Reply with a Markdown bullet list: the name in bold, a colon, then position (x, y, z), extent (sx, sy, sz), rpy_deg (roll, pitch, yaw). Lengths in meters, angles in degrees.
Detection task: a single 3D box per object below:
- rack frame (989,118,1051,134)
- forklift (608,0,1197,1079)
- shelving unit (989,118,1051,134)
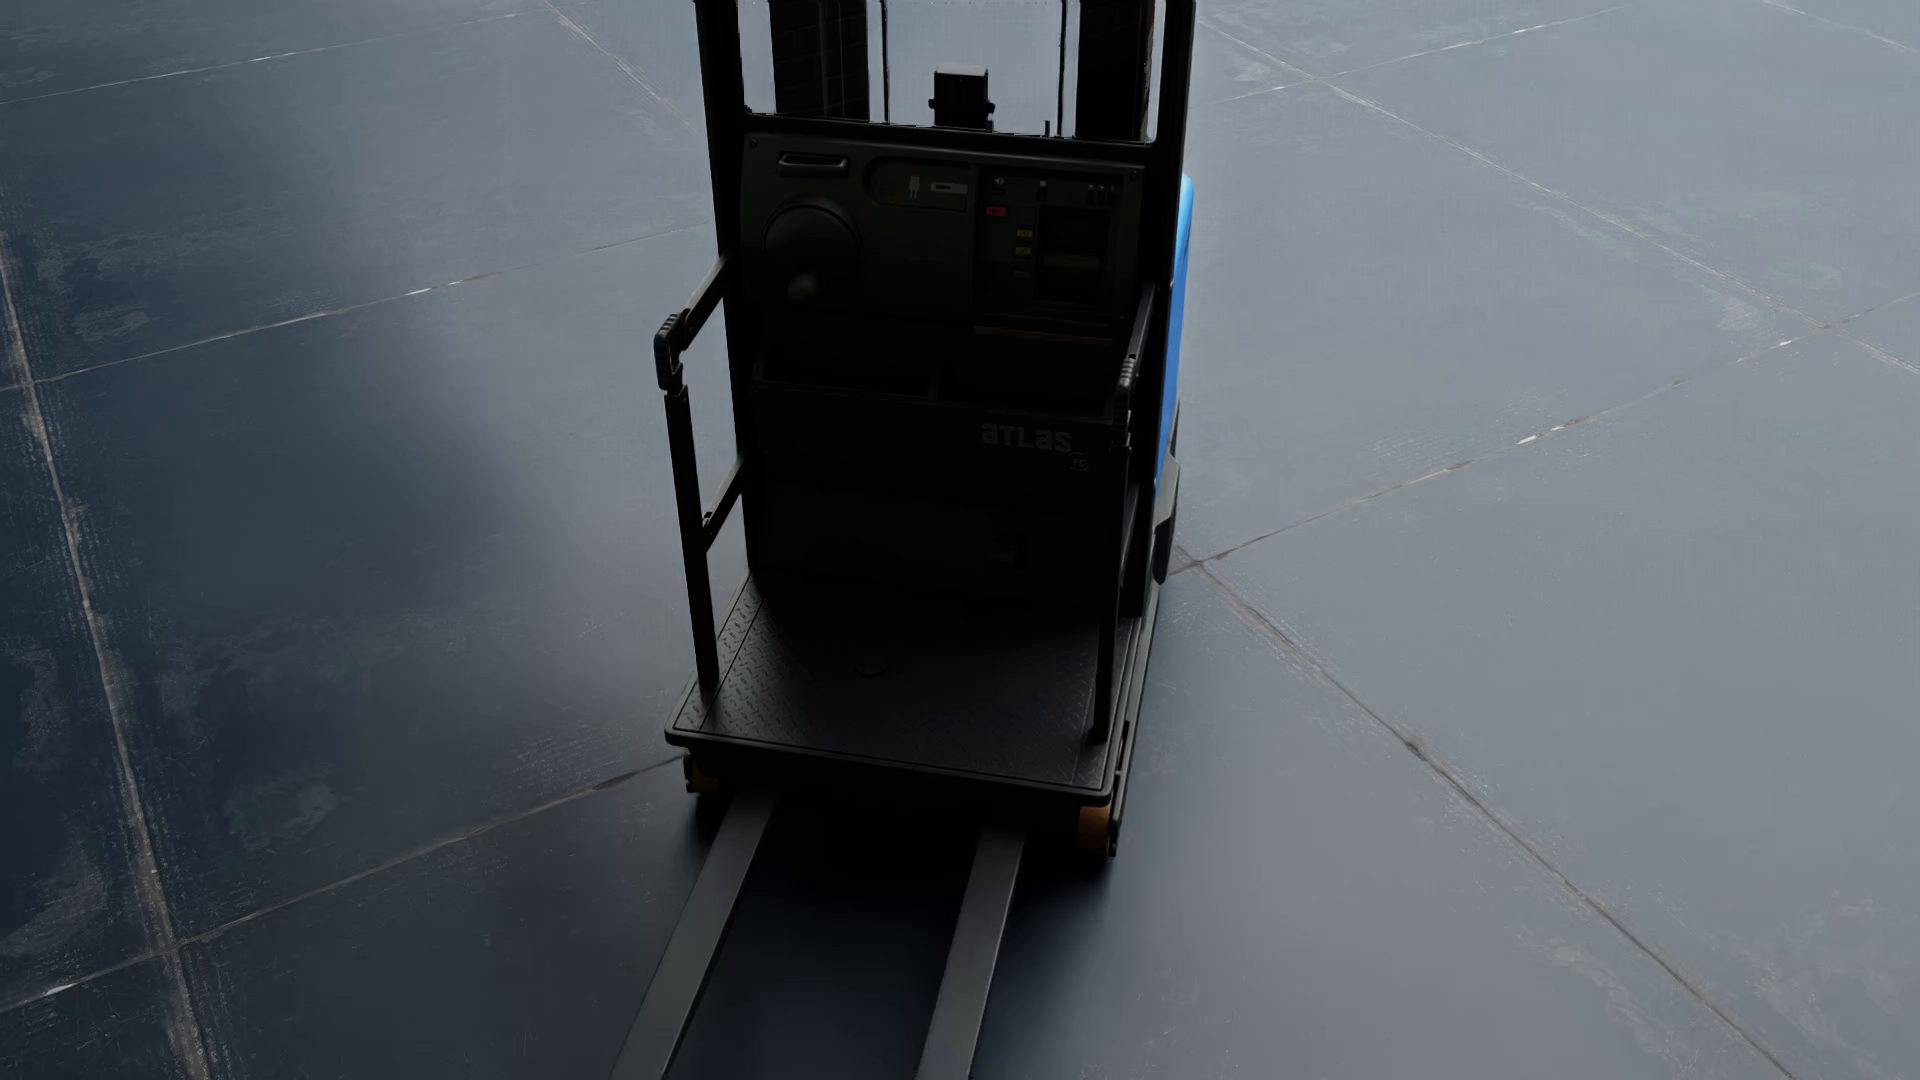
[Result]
- **rack frame**: position (0.192, -0.921, 5.621), extent (0.200, 1.050, 0.008), rpy_deg (-1, 36, -1)
- **forklift**: position (-0.091, -0.640, 3.642), extent (1.130, 2.935, 3.031), rpy_deg (7, 37, 9)
- **shelving unit**: position (0.196, -0.849, 5.523), extent (0.215, 1.050, 0.252), rpy_deg (-1, 36, -1)
